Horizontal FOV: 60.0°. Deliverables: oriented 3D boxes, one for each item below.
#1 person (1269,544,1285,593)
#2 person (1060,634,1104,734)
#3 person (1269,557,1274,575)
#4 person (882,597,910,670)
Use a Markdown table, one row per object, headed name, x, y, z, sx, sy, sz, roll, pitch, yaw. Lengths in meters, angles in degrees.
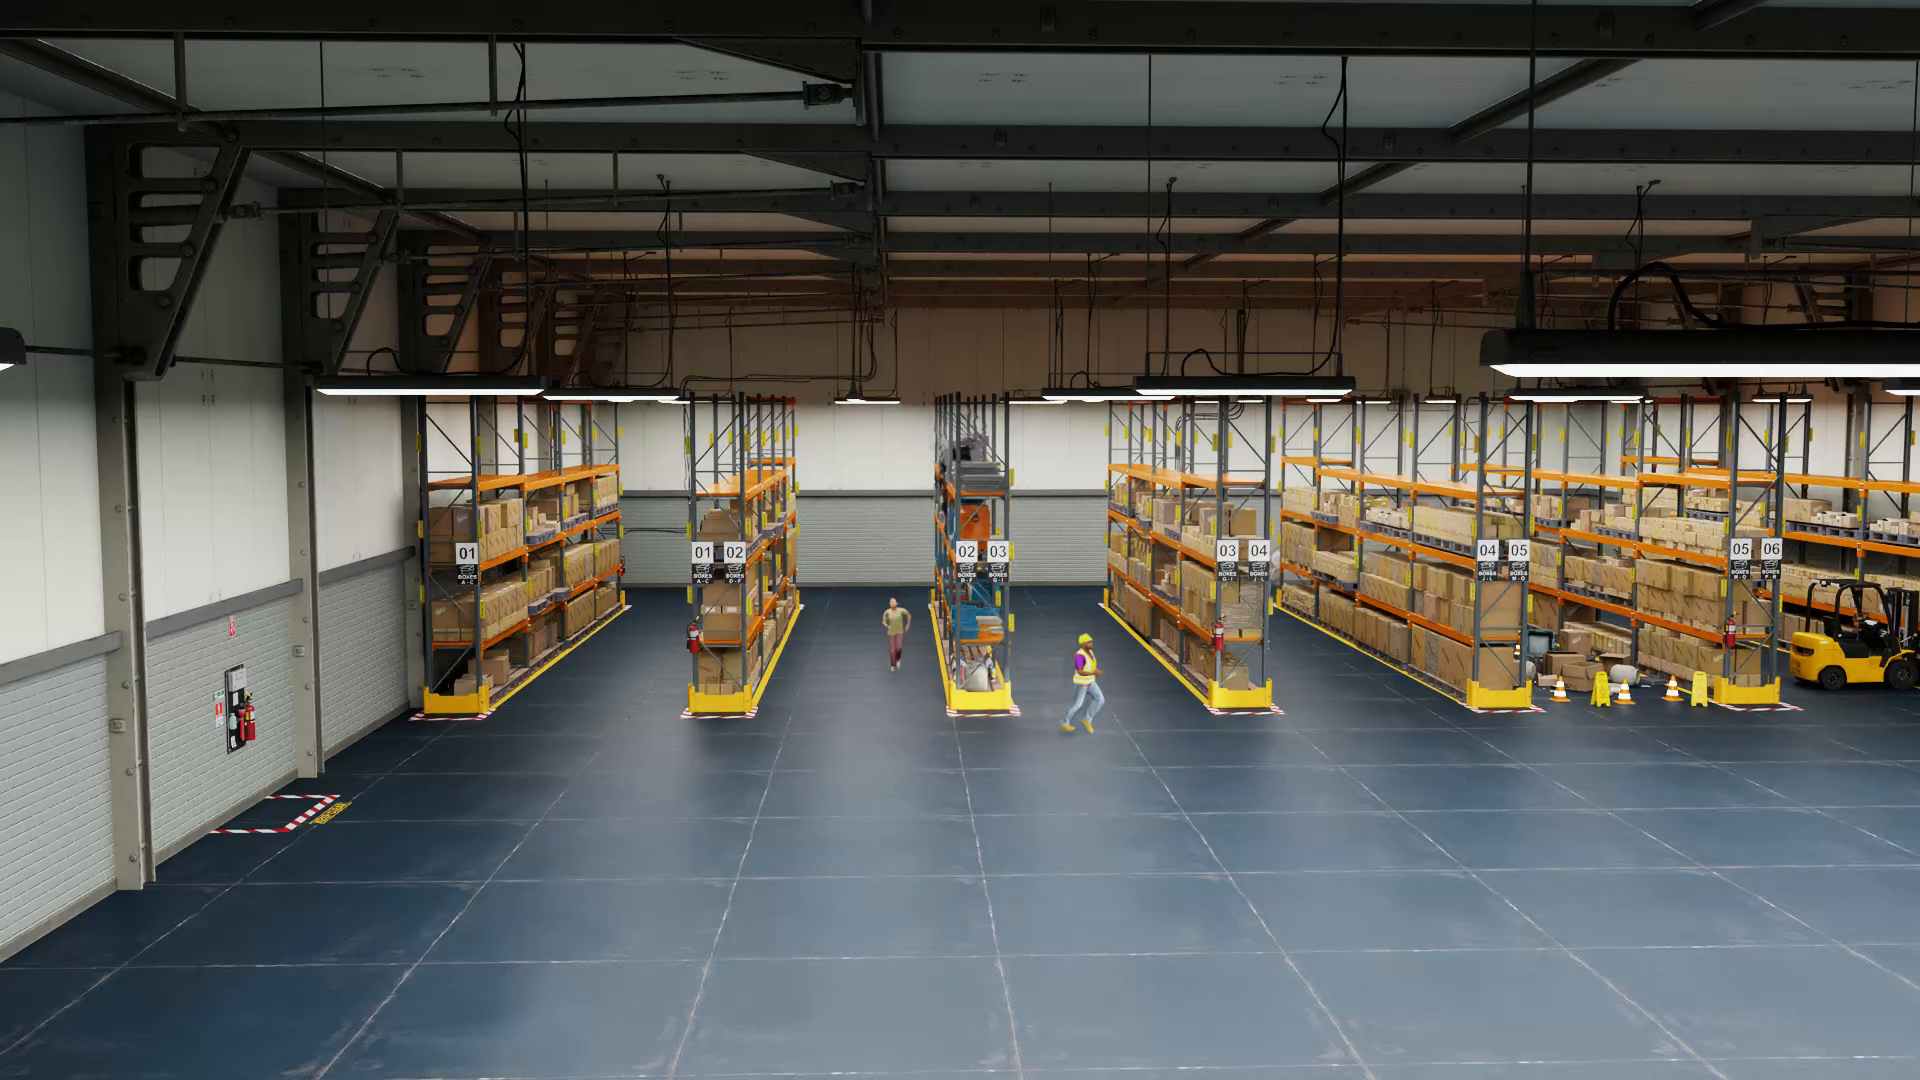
| name | x | y | z | sx | sy | sz | roll | pitch | yaw |
| --- | --- | --- | --- | --- | --- | --- | --- | --- | --- |
| person | 9.242 | 0.908 | 49.066 | 1.025 | 1.716 | 0.762 | 1 | 5 | 16 |
| person | 2.187 | 2.512 | 29.081 | 0.859 | 1.759 | 0.711 | 3 | 5 | 33 |
| person | 8.842 | 1.036 | 48.668 | 0.874 | 1.557 | 0.604 | -4 | 6 | -37 |
| person | -1.380 | 2.040 | 35.822 | 0.596 | 1.602 | 0.716 | 0 | 5 | 3 |
